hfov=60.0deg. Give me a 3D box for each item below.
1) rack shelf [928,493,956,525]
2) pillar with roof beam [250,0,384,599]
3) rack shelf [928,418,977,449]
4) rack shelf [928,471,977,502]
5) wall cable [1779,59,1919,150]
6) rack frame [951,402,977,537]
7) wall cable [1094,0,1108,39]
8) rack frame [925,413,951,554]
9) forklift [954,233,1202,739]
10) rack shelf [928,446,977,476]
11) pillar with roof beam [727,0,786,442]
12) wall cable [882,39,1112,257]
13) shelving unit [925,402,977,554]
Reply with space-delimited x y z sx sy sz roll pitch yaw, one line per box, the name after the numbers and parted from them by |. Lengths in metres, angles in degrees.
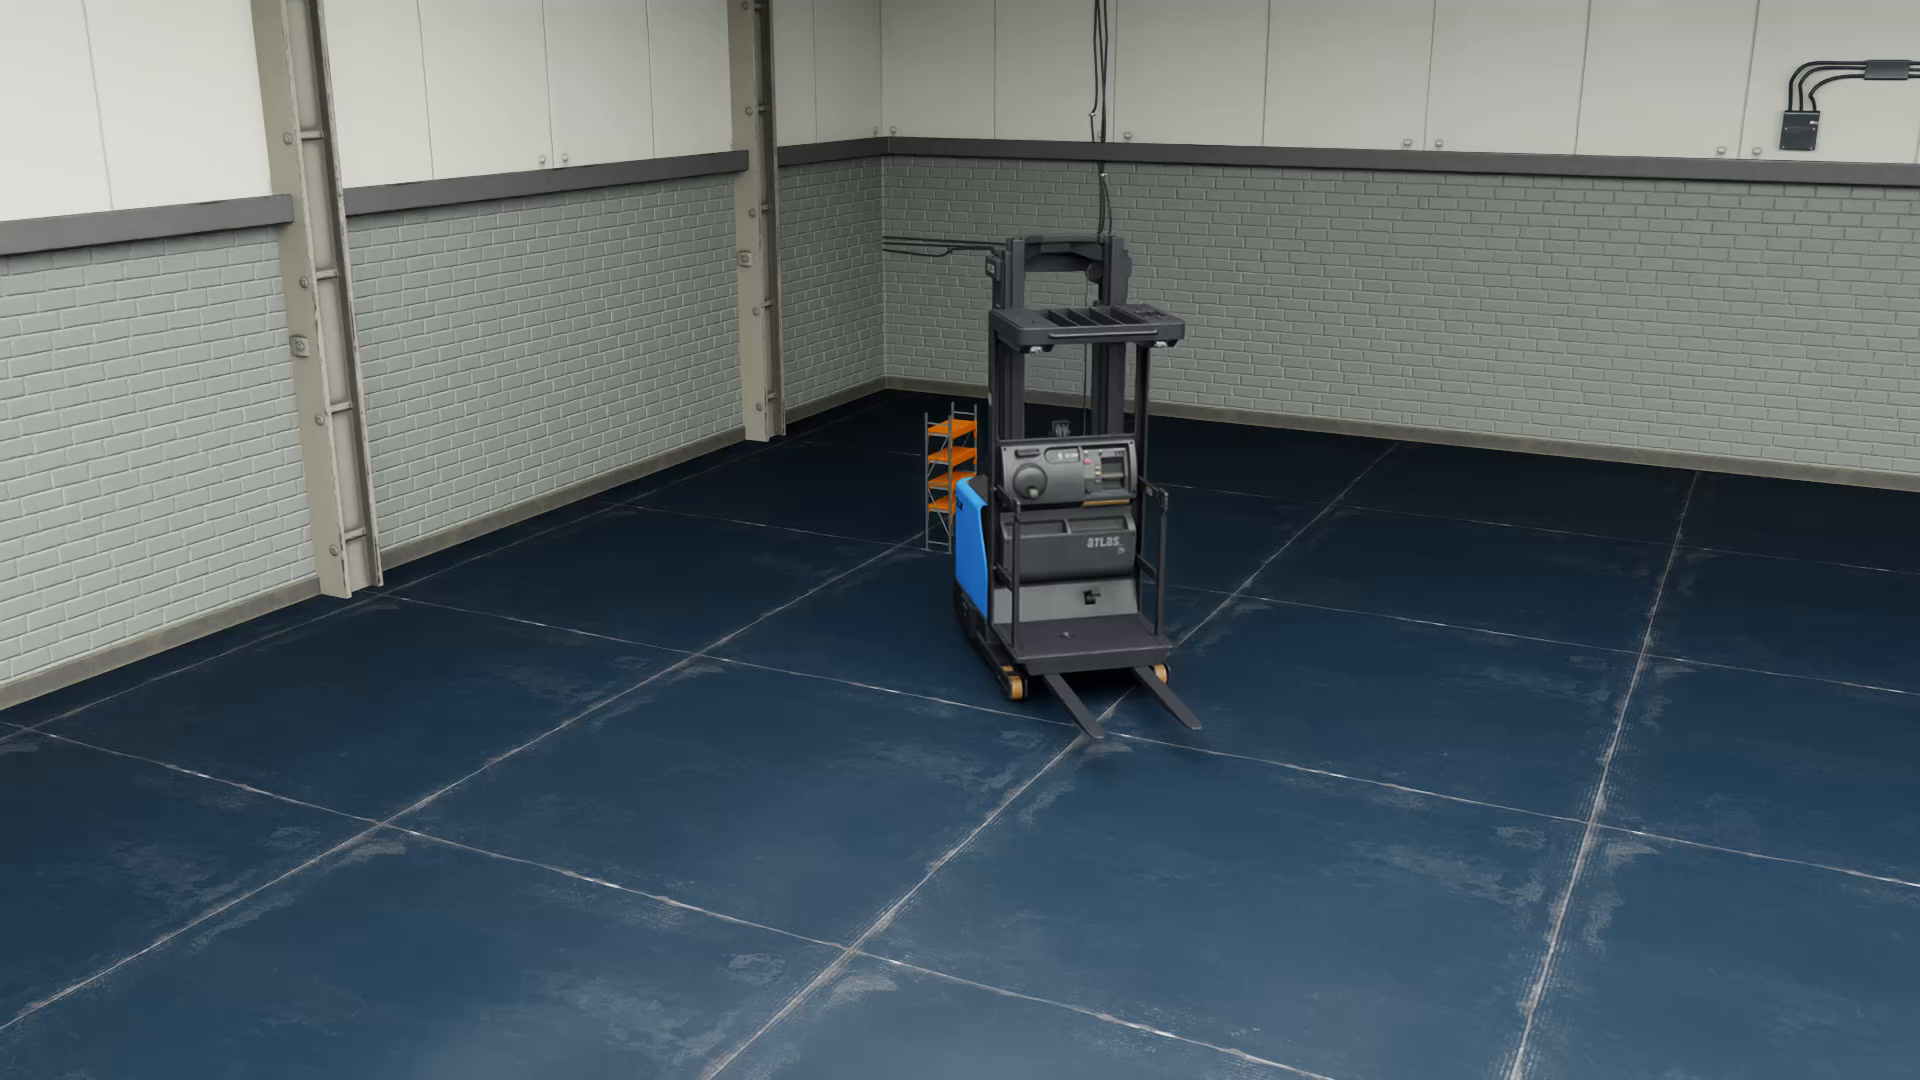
-0.074 -0.278 14.287 0.258 0.148 0.480 8 18 25 | rack shelf
-0.986 -3.378 10.092 9.100 9.000 0.400 8 18 25 | pillar with roof beam
-0.074 -0.910 14.100 0.258 0.148 0.480 8 18 25 | rack shelf
-0.074 -0.469 14.231 0.258 0.148 0.480 8 18 25 | rack shelf
8.829 -6.454 14.477 2.305 6.003 0.169 8 18 25 | wall cable
0.035 -0.595 14.421 0.240 1.200 0.015 8 18 25 | rack frame
2.763 -6.624 17.606 3.097 2.526 0.112 8 18 25 | wall cable
-0.183 -0.471 14.002 0.240 1.200 0.015 8 18 25 | rack frame
0.782 -0.464 10.938 1.130 2.935 3.031 -4 17 -12 | forklift
-0.074 -0.683 14.167 0.258 0.148 0.480 8 18 25 | rack shelf
1.695 -4.906 15.237 9.100 9.000 0.400 8 18 25 | pillar with roof beam
0.343 -4.547 19.484 3.097 2.526 0.112 8 18 25 | wall cable
-0.074 -0.533 14.212 0.258 1.200 0.503 8 18 25 | shelving unit
